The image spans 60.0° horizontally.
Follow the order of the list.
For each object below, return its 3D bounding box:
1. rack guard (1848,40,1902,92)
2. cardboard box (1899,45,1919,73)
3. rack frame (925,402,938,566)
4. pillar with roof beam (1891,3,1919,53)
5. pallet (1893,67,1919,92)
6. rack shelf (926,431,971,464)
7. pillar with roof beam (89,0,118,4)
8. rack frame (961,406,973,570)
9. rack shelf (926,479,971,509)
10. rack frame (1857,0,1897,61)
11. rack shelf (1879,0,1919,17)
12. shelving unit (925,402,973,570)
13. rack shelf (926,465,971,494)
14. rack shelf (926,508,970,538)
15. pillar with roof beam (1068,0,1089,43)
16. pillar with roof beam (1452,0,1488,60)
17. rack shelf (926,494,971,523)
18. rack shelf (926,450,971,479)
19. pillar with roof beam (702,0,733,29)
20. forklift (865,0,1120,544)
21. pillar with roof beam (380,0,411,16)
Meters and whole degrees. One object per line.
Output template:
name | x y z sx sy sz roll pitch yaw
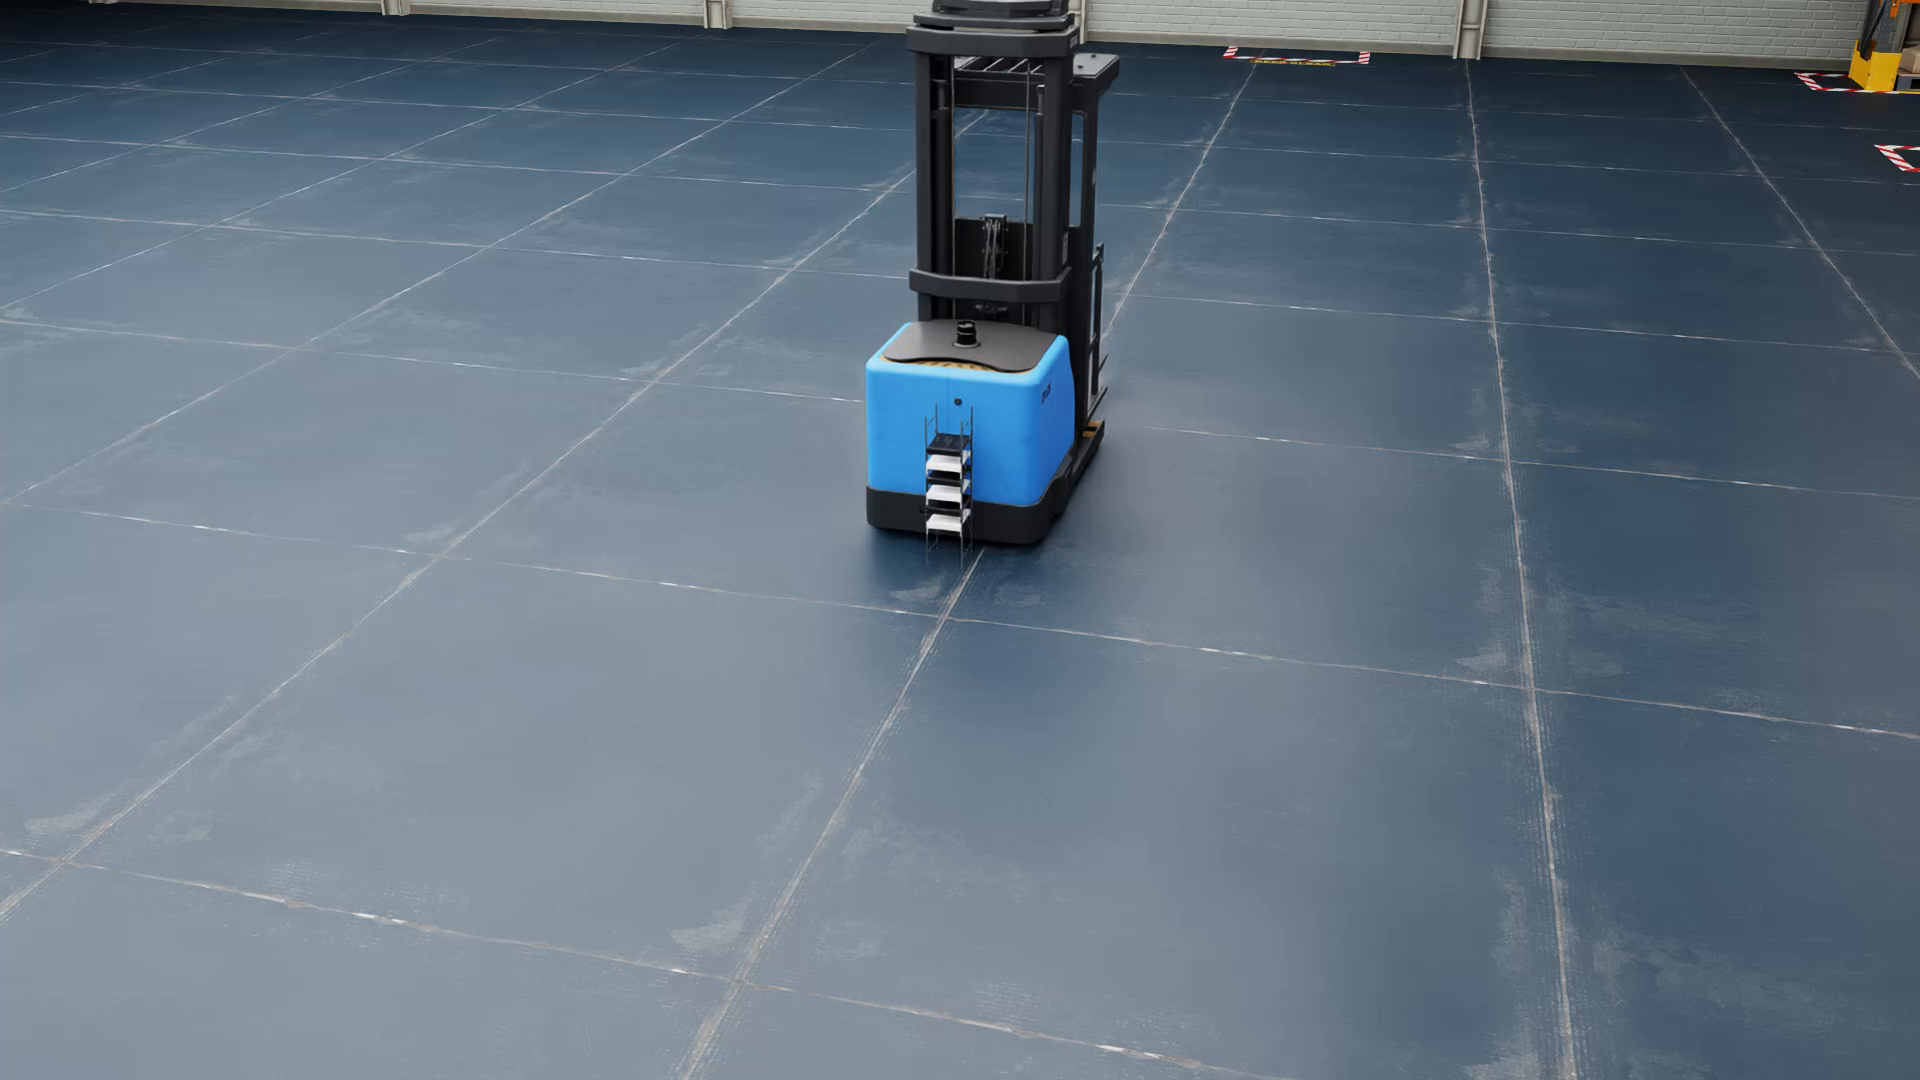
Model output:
rack guard | 12.597 -6.542 22.909 0.348 0.500 1.175 6 26 13
cardboard box | 13.172 -6.552 22.638 0.500 0.311 0.500 3 26 7
rack frame | -0.159 -0.311 9.357 0.006 0.900 0.240 6 26 13
pillar with roof beam | 12.345 -8.880 17.934 0.400 9.000 9.100 6 26 13
pallet | 13.375 -6.310 22.758 1.213 0.211 1.003 6 26 13
rack shelf | -0.061 -0.514 9.232 0.200 0.077 0.258 6 26 13
pillar with roof beam | -16.710 -12.092 24.680 0.400 9.000 9.100 6 26 13
rack frame | 0.038 -0.289 9.311 0.006 0.900 0.240 6 26 13
rack shelf | -0.061 -0.270 9.348 0.200 0.077 0.258 6 26 13
rack frame | 12.524 -7.679 22.389 0.127 3.000 1.000 6 26 13
rack shelf | 14.461 -7.140 22.094 4.000 0.370 1.077 6 26 13
shelving unit | -0.061 -0.300 9.334 0.210 0.900 0.258 6 26 13
rack shelf | -0.061 -0.352 9.310 0.200 0.077 0.258 6 26 13
rack shelf | -0.061 -0.108 9.426 0.200 0.077 0.258 6 26 13
pillar with roof beam | 0.723 -10.165 20.633 0.400 9.000 9.100 6 26 13
pillar with roof beam | 6.534 -9.523 19.283 0.400 9.000 9.100 6 26 13
rack shelf | -0.061 -0.189 9.387 0.200 0.077 0.258 6 26 13
rack shelf | -0.061 -0.433 9.271 0.200 0.077 0.258 6 26 13
pillar with roof beam | -5.088 -10.807 21.982 0.400 9.000 9.100 6 26 13
forklift | 0.338 -1.910 10.352 1.130 2.935 3.031 7 26 14
pillar with roof beam | -10.899 -11.450 23.331 0.400 9.000 9.100 6 26 13
